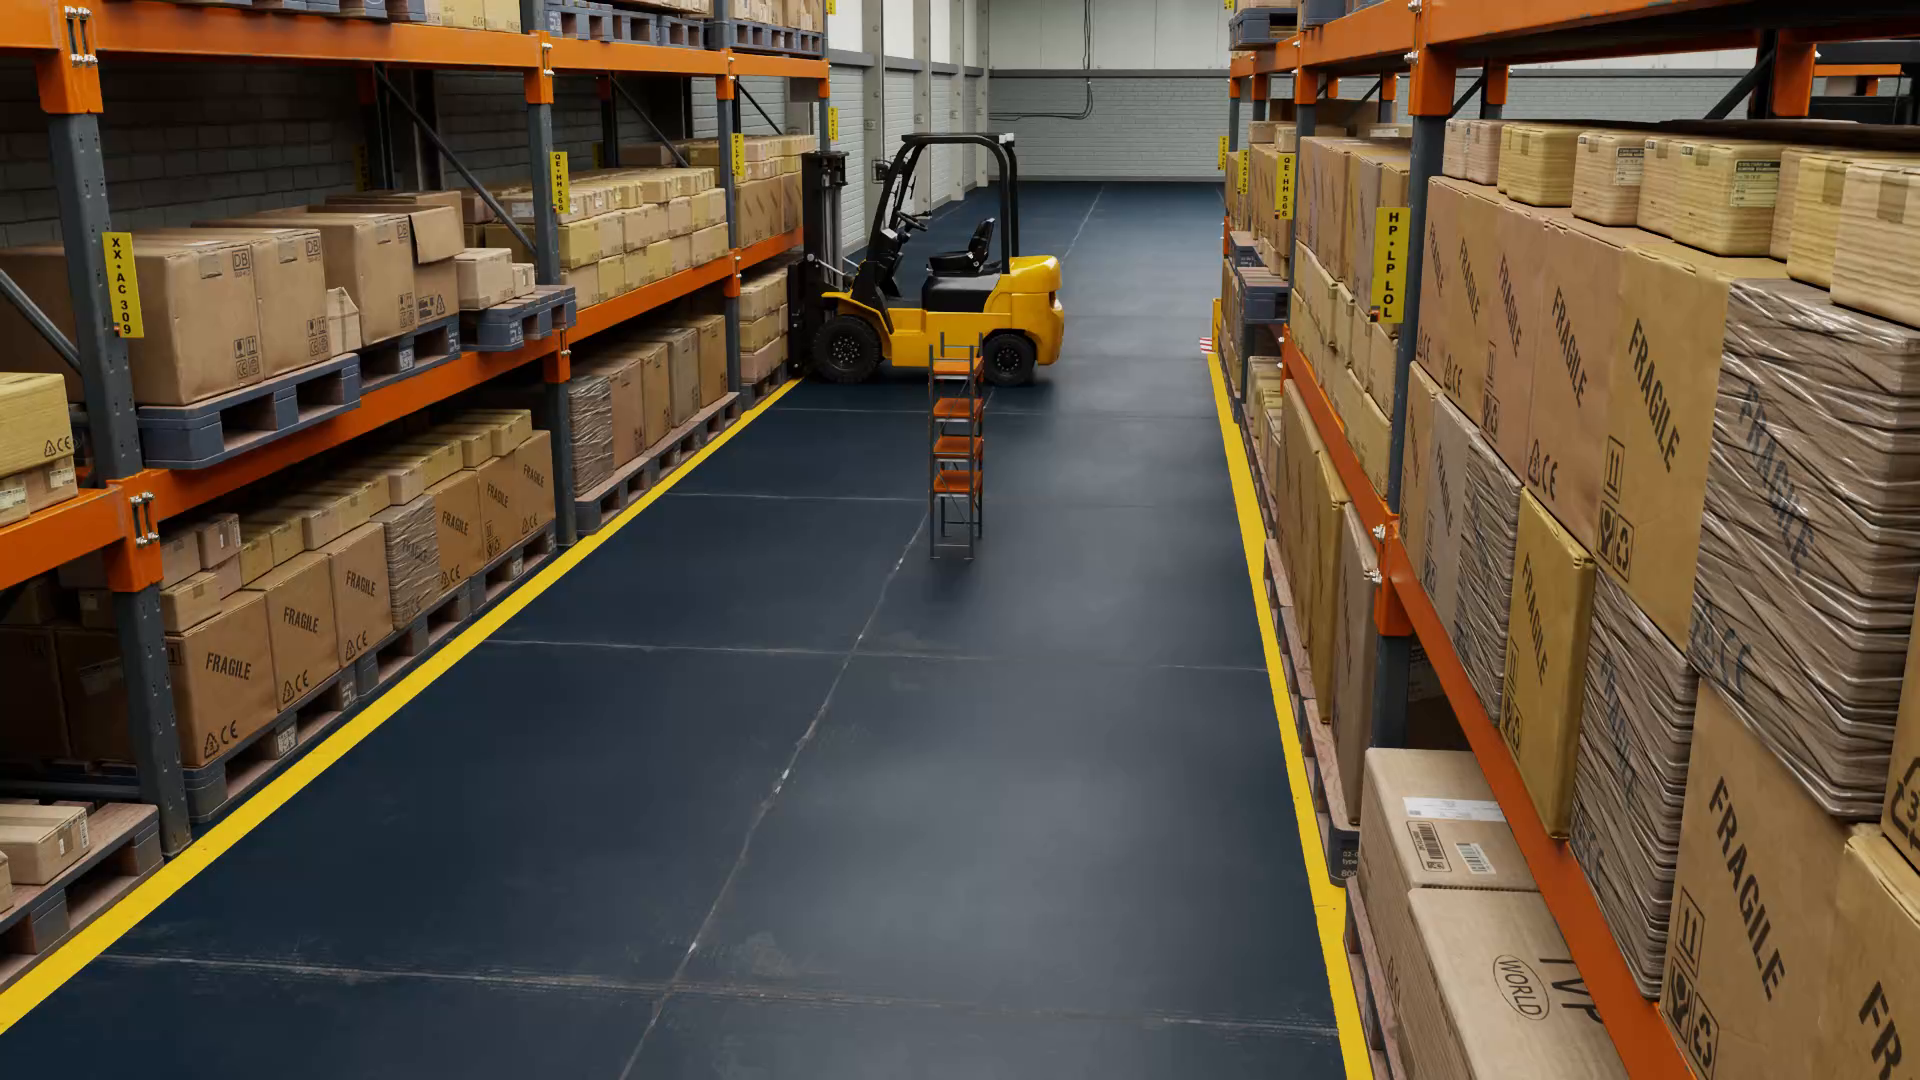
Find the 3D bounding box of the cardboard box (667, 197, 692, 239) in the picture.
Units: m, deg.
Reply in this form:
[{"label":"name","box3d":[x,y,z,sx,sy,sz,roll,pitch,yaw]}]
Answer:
[{"label":"cardboard box","box3d":[-2.176,-2.236,11.514,0.500,0.250,0.500,2,15,7]}]

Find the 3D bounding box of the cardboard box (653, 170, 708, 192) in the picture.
[{"label":"cardboard box","box3d":[-2.089,-2.667,12.343,0.380,0.149,0.250,1,15,5]}]

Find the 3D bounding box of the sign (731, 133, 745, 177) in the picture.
[{"label":"sign","box3d":[-1.720,-2.975,12.852,0.100,0.325,0.005,2,15,6]}]

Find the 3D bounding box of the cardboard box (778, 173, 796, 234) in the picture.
[{"label":"cardboard box","box3d":[-1.774,-3.020,14.894,0.500,0.500,0.500,2,15,7]}]

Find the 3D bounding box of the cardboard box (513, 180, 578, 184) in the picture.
[{"label":"cardboard box","box3d":[-2.722,-2.281,10.917,0.380,0.149,0.250,2,15,8]}]

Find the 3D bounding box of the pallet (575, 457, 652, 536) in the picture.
[{"label":"pallet","box3d":[-2.580,-0.297,10.355,1.003,0.211,1.213,2,15,6]}]

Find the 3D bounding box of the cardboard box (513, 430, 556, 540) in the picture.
[{"label":"cardboard box","box3d":[-2.546,-0.311,9.048,0.500,0.500,0.500,2,15,8]}]

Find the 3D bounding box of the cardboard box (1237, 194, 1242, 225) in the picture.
[{"label":"cardboard box","box3d":[2.581,-2.905,13.899,0.500,0.500,0.500,2,15,8]}]

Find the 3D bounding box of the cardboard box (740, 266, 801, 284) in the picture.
[{"label":"cardboard box","box3d":[-1.714,-2.340,15.116,0.500,0.250,0.500,1,15,5]}]

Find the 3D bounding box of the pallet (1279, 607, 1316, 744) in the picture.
[{"label":"pallet","box3d":[1.917,0.579,7.118,1.003,0.211,1.213,2,15,6]}]

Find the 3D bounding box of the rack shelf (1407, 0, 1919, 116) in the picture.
[{"label":"rack shelf","box3d":[1.544,-0.830,2.616,1.077,0.370,4.000,2,15,6]}]

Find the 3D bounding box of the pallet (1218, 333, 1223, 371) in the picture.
[{"label":"pallet","box3d":[2.988,-1.785,15.858,1.003,0.211,1.213,2,15,6]}]

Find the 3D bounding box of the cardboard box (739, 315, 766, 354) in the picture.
[{"label":"cardboard box","box3d":[-1.899,-1.701,13.712,0.500,0.250,0.500,2,15,6]}]

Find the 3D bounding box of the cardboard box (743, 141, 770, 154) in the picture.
[{"label":"cardboard box","box3d":[-1.863,-3.383,14.423,0.380,0.149,0.250,2,15,6]}]

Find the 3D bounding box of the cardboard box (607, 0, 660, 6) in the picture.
[{"label":"cardboard box","box3d":[-2.169,-3.551,10.788,0.380,0.149,0.250,2,15,6]}]

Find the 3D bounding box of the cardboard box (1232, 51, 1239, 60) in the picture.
[{"label":"cardboard box","box3d":[2.764,-4.610,15.700,0.380,0.149,0.250,2,15,6]}]

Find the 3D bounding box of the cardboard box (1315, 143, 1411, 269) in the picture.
[{"label":"cardboard box","box3d":[1.802,-1.433,7.107,0.500,0.500,0.500,2,15,8]}]

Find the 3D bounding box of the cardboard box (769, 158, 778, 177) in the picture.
[{"label":"cardboard box","box3d":[-1.790,-3.235,14.446,0.380,0.149,0.250,1,15,4]}]

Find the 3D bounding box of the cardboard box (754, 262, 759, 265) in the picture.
[{"label":"cardboard box","box3d":[-2.171,-2.485,15.654,0.500,0.250,0.500,2,15,6]}]

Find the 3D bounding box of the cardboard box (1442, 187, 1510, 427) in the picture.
[{"label":"cardboard box","box3d":[1.412,-0.532,3.774,0.500,0.500,0.500,1,15,6]}]

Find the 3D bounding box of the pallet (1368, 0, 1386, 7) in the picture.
[{"label":"pallet","box3d":[1.824,-1.843,5.350,0.805,0.209,1.217,1,15,4]}]

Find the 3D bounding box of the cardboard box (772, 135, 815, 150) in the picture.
[{"label":"cardboard box","box3d":[-1.640,-3.911,16.376,0.380,0.149,0.250,2,15,6]}]

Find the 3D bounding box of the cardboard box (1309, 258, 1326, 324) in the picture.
[{"label":"cardboard box","box3d":[1.791,-1.067,7.191,0.500,0.250,0.500,2,15,6]}]

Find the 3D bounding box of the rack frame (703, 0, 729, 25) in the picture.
[{"label":"rack frame","box3d":[-2.260,-5.364,12.259,1.000,3.000,0.127,2,15,6]}]

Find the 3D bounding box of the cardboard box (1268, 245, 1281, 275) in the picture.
[{"label":"cardboard box","box3d":[1.966,-1.597,9.498,0.380,0.149,0.250,2,15,6]}]

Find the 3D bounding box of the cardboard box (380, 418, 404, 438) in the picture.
[{"label":"cardboard box","box3d":[-3.137,-0.545,8.674,0.380,0.149,0.250,2,15,8]}]

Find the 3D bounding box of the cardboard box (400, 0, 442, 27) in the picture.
[{"label":"cardboard box","box3d":[-2.640,-2.406,7.353,0.500,0.250,0.500,2,15,6]}]

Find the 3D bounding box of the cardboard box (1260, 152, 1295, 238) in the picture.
[{"label":"cardboard box","box3d":[2.099,-2.071,10.009,0.500,0.500,0.500,1,15,2]}]

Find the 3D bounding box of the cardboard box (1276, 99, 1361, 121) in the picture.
[{"label":"cardboard box","box3d":[3.069,-3.504,14.197,0.700,0.500,0.500,2,15,6]}]

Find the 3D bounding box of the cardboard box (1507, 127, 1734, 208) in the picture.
[{"label":"cardboard box","box3d":[1.329,-0.752,3.348,0.380,0.149,0.250,1,15,5]}]

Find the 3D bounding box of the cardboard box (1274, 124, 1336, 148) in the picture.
[{"label":"cardboard box","box3d":[2.248,-2.634,10.848,0.380,0.149,0.250,3,15,9]}]

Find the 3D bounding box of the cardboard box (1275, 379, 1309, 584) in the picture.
[{"label":"cardboard box","box3d":[2.061,-0.286,8.238,0.875,0.875,0.875,2,15,6]}]

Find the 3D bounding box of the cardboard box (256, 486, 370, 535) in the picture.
[{"label":"cardboard box","box3d":[-2.773,-0.128,7.130,0.380,0.149,0.250,2,15,8]}]

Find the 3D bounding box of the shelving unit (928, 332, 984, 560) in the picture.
[{"label":"shelving unit","box3d":[-0.019,-0.536,9.347,0.258,1.200,0.503,2,15,6]}]

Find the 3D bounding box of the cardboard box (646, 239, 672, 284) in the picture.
[{"label":"cardboard box","box3d":[-2.245,-1.865,11.098,0.500,0.250,0.500,2,15,8]}]

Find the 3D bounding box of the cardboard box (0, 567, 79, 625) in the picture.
[{"label":"cardboard box","box3d":[-3.408,0.194,5.940,0.380,0.149,0.250,1,15,4]}]

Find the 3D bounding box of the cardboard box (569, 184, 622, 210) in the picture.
[{"label":"cardboard box","box3d":[-2.335,-2.137,10.383,0.380,0.149,0.250,2,15,7]}]

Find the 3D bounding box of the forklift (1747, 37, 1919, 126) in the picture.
[{"label":"forklift","box3d":[5.353,-1.686,10.282,1.130,2.935,3.031,7,17,24]}]

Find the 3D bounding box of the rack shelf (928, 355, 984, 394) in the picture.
[{"label":"rack shelf","box3d":[-0.019,-0.916,9.244,0.258,0.148,0.480,2,15,6]}]

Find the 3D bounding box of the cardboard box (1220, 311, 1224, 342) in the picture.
[{"label":"cardboard box","box3d":[2.758,-2.034,15.902,0.500,0.250,0.500,2,15,6]}]

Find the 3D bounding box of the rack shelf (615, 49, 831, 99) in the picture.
[{"label":"rack shelf","box3d":[-2.034,-4.087,14.663,1.077,0.370,4.000,2,15,6]}]

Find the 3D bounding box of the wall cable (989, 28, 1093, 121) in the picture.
[{"label":"wall cable","box3d":[2.249,-13.254,47.388,3.097,2.526,0.112,2,15,6]}]

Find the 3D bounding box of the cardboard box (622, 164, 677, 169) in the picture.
[{"label":"cardboard box","box3d":[-2.479,-2.920,13.281,0.380,0.149,0.250,2,15,6]}]

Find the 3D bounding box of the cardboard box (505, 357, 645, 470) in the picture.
[{"label":"cardboard box","box3d":[-2.562,-0.818,10.685,0.875,0.625,0.625,2,15,8]}]

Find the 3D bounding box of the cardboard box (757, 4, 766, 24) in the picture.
[{"label":"cardboard box","box3d":[-1.821,-4.352,13.750,0.380,0.149,0.250,2,15,8]}]

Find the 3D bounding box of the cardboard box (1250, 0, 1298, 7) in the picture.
[{"label":"cardboard box","box3d":[2.117,-3.498,10.590,0.500,0.250,0.500,2,15,6]}]

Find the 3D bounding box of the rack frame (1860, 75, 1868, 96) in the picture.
[{"label":"rack frame","box3d":[8.054,-3.241,15.900,1.000,3.000,0.127,2,15,6]}]

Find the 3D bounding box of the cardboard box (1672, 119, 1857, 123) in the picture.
[{"label":"cardboard box","box3d":[2.051,-1.003,4.274,0.380,0.149,0.250,1,15,5]}]

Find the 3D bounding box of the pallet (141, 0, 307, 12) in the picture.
[{"label":"pallet","box3d":[-3.019,-1.917,5.620,1.213,0.211,1.003,2,15,6]}]

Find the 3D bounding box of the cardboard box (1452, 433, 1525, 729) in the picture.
[{"label":"cardboard box","box3d":[1.333,0.077,3.439,0.500,0.500,0.500,2,15,7]}]

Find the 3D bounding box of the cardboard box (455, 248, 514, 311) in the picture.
[{"label":"cardboard box","box3d":[-2.509,-1.278,8.123,0.500,0.250,0.500,1,15,4]}]

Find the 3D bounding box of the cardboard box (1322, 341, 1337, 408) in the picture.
[{"label":"cardboard box","box3d":[1.758,-0.696,6.775,0.500,0.250,0.500,2,15,6]}]

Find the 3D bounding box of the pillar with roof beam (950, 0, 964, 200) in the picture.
[{"label":"pillar with roof beam","box3d":[4.203,-12.345,38.077,9.100,9.000,0.400,2,15,6]}]
